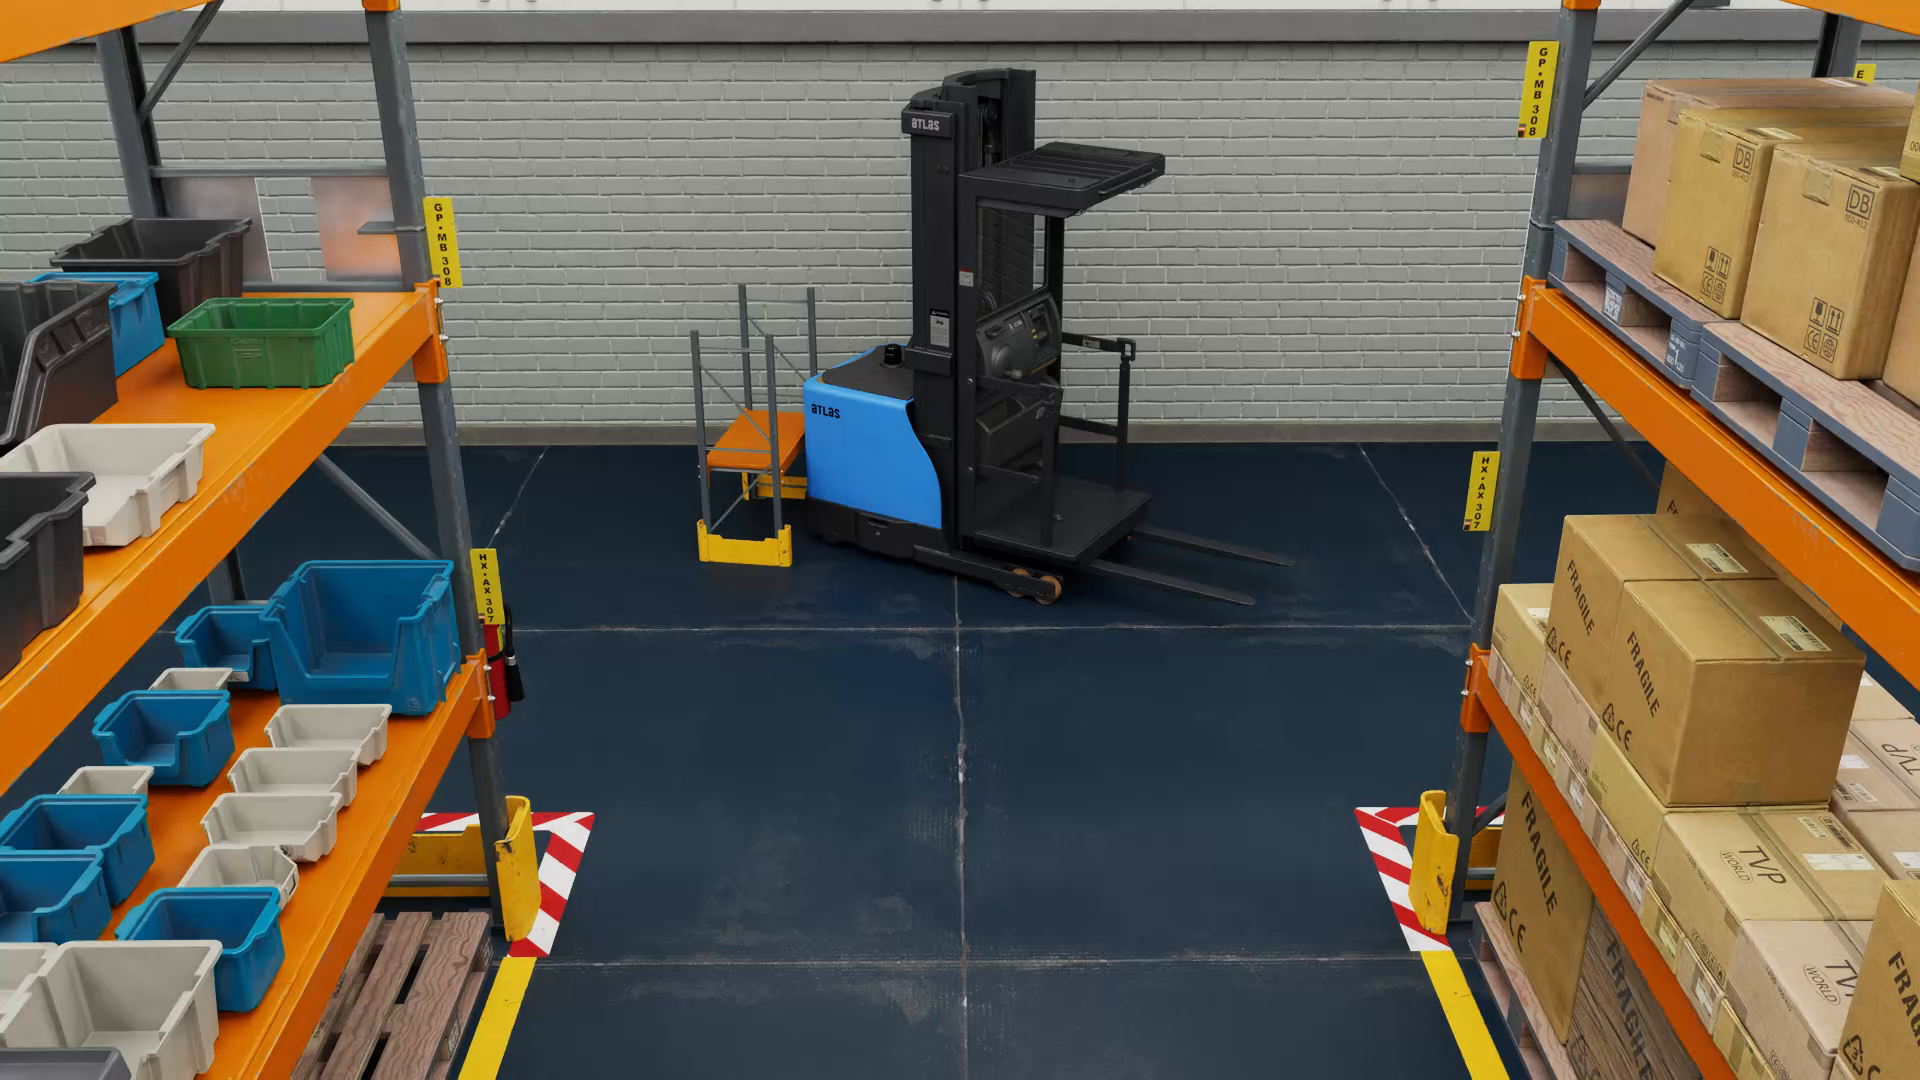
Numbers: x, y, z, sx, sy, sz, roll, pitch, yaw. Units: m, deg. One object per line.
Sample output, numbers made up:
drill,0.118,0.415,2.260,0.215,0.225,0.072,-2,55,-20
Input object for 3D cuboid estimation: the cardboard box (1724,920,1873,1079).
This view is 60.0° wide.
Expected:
cardboard box,2.317,1.222,4.230,0.500,0.250,0.500,0,24,1

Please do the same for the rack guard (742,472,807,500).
rack guard,-1.187,-0.386,11.300,0.587,0.250,0.087,4,25,8

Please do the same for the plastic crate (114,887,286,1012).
plastic crate,-2.120,1.161,4.673,0.416,0.233,0.300,0,24,-1

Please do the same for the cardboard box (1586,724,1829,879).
cardboard box,2.304,0.798,5.166,0.500,0.250,0.500,-1,24,-2

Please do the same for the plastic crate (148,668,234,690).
plastic crate,-2.804,0.596,6.040,0.250,0.136,0.298,0,24,-1

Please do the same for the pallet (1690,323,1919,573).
pallet,2.589,-0.272,4.178,1.003,0.211,1.213,0,24,-1

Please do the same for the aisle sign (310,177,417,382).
aisle sign,-2.106,-0.948,6.052,0.394,0.787,0.004,0,24,-1

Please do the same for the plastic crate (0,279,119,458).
plastic crate,-2.657,-0.440,4.519,0.504,0.338,0.767,0,24,-1

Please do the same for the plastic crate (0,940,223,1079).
plastic crate,-2.187,1.312,4.280,0.437,0.282,0.530,0,24,-1

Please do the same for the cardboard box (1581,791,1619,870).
cardboard box,2.241,0.931,5.357,0.380,0.149,0.250,-1,24,-2

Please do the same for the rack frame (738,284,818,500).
rack frame,-1.187,-0.956,11.044,0.500,1.500,0.032,4,25,8

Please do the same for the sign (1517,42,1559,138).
sign,1.999,-1.556,5.754,0.100,0.325,0.005,0,24,-1

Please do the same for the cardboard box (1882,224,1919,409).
cardboard box,2.664,-0.516,3.858,0.700,0.500,0.500,1,24,2

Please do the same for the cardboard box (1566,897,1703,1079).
cardboard box,2.651,1.660,5.508,0.875,0.875,0.875,0,24,-1

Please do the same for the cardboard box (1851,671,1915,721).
cardboard box,2.830,0.585,5.637,0.500,0.250,0.500,-1,24,-1

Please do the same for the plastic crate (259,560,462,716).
plastic crate,-2.208,0.361,6.196,0.616,0.435,0.499,0,24,-1

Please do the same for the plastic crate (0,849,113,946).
plastic crate,-2.707,1.086,4.840,0.416,0.233,0.300,0,24,-1

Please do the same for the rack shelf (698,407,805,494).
rack shelf,-1.268,-0.586,10.661,0.538,0.185,1.000,4,25,8

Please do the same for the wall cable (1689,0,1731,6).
wall cable,5.939,-6.300,9.855,2.277,5.999,0.120,0,24,-1

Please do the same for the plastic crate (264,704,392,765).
plastic crate,-2.208,0.695,5.820,0.396,0.136,0.243,0,24,-1

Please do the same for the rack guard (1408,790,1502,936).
rack guard,2.554,1.374,7.105,1.175,0.500,0.348,0,24,-1

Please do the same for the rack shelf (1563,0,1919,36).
rack shelf,2.576,-1.154,3.740,1.077,0.370,4.000,0,24,-1

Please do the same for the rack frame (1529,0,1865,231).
rack frame,2.554,-2.488,5.332,1.000,3.000,0.127,0,24,-1

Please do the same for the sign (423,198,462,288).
sign,-1.849,-1.061,5.943,0.100,0.325,0.005,0,24,-1

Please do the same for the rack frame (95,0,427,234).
rack frame,-2.398,-2.466,5.283,1.000,3.000,0.127,0,24,-1

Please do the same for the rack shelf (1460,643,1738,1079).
rack shelf,2.576,1.397,4.894,1.077,0.370,4.000,0,24,-1

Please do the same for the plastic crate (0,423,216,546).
plastic crate,-2.128,-0.129,4.075,0.437,0.136,0.530,0,24,-1

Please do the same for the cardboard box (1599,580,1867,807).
cardboard box,2.307,0.455,5.016,0.500,0.500,0.500,-1,24,-2

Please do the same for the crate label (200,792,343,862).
crate label,-2.192,0.929,5.302,0.396,0.136,0.243,0,24,-1

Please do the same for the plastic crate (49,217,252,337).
plastic crate,-2.673,-0.880,5.574,0.497,0.269,0.590,0,24,-1

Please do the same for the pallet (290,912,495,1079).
pallet,-2.428,1.878,6.342,1.003,0.211,1.213,0,24,-1

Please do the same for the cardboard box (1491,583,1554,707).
cardboard box,2.290,0.377,6.098,0.500,0.250,0.500,-1,24,-2

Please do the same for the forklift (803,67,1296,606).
forklift,0.534,-1.203,9.854,3.031,2.935,1.130,14,28,28

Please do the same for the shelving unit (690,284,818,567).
shelving unit,-1.267,-0.753,10.595,0.587,1.500,1.083,4,25,8

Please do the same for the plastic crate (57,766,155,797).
plastic crate,-2.797,0.875,5.422,0.250,0.136,0.298,0,24,-1

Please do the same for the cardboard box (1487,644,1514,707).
cardboard box,2.228,0.507,6.293,0.380,0.149,0.250,0,24,0

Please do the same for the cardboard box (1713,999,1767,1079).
cardboard box,2.253,1.354,4.421,0.380,0.149,0.250,-1,24,-1

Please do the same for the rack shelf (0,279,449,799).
rack shelf,-2.377,0.052,4.227,1.077,0.370,4.000,0,24,-1

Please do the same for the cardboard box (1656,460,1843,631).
cardboard box,2.822,0.036,5.942,0.500,0.500,0.500,0,24,0

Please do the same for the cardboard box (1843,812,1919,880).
cardboard box,2.845,1.010,4.699,0.500,0.250,0.500,0,24,0

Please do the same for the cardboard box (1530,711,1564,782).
cardboard box,2.236,0.718,5.826,0.380,0.149,0.250,-1,24,-2

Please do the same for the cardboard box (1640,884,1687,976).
cardboard box,2.246,1.141,4.892,0.380,0.149,0.250,-1,24,-2

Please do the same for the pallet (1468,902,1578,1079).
pallet,2.641,1.845,6.415,1.003,0.211,1.213,0,24,-1

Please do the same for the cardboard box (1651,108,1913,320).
cardboard box,2.499,-0.958,4.835,0.700,0.500,0.500,-1,24,-2
